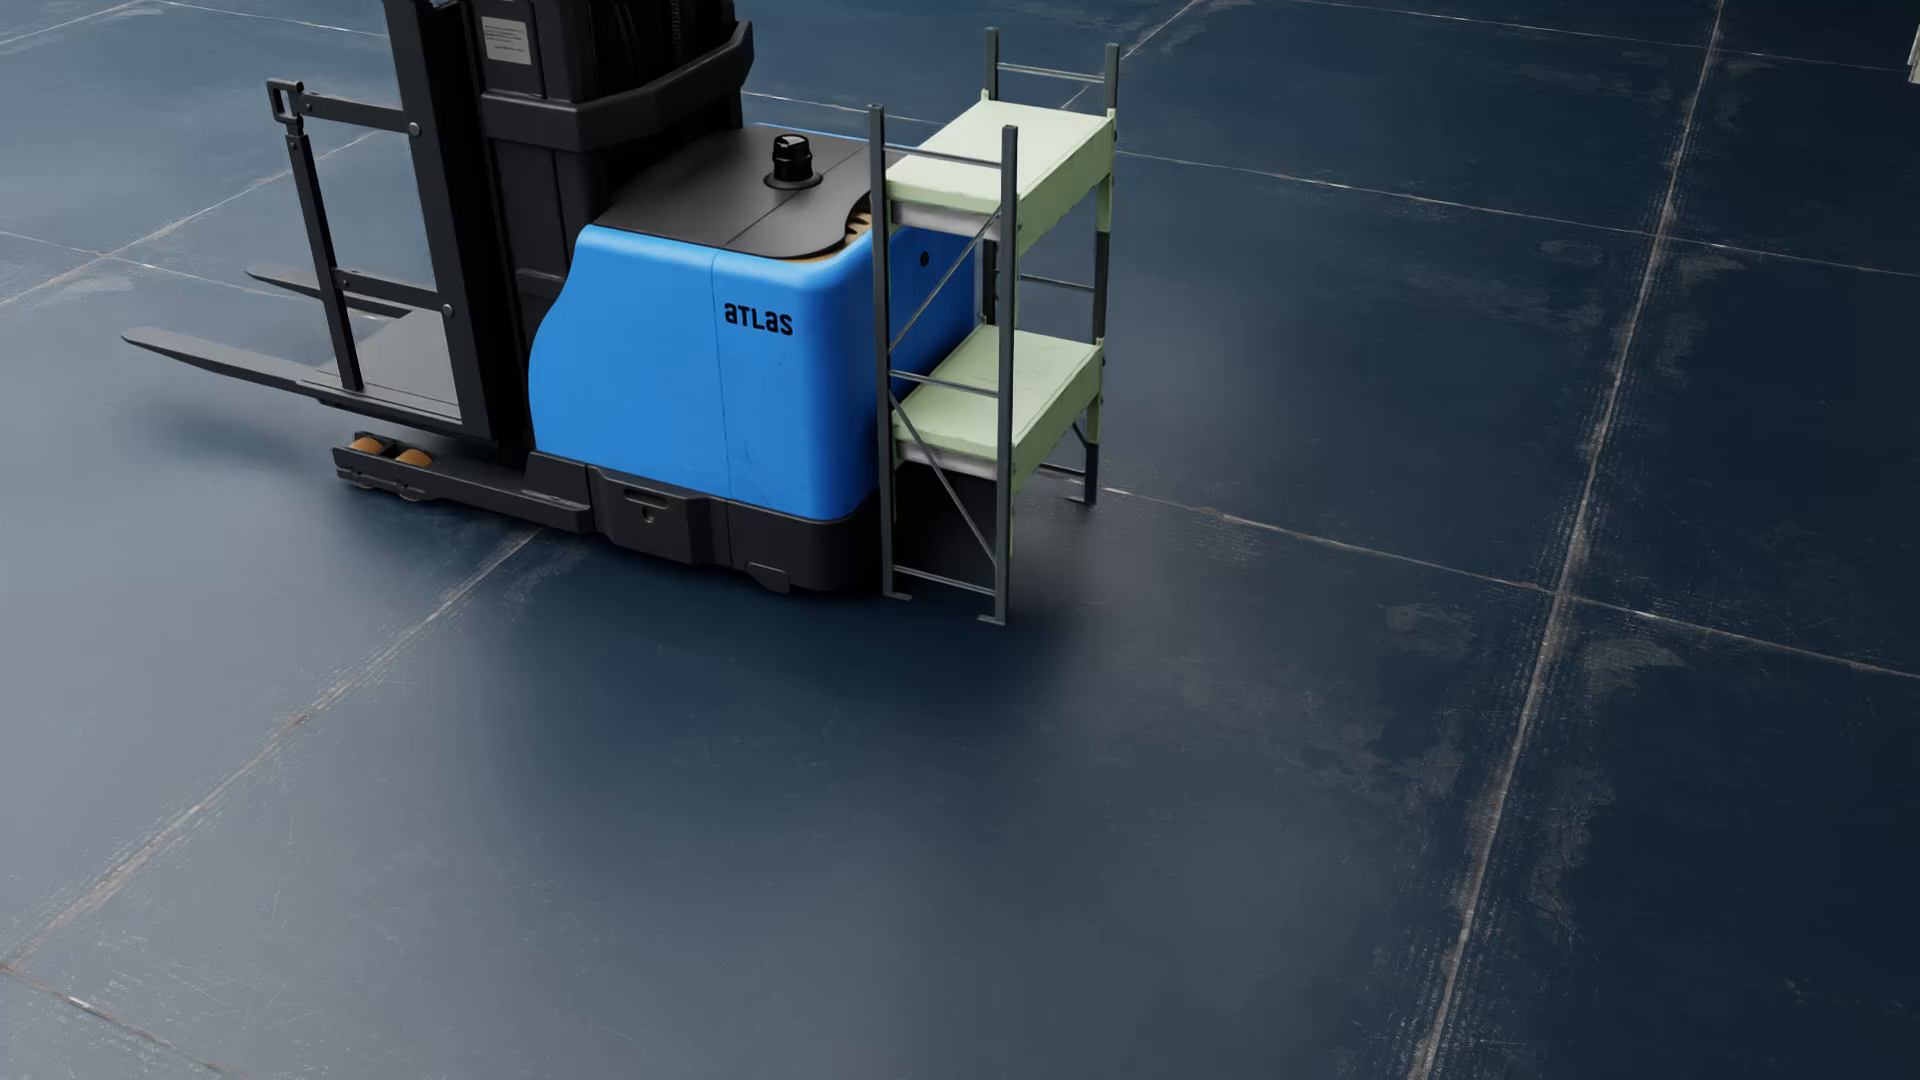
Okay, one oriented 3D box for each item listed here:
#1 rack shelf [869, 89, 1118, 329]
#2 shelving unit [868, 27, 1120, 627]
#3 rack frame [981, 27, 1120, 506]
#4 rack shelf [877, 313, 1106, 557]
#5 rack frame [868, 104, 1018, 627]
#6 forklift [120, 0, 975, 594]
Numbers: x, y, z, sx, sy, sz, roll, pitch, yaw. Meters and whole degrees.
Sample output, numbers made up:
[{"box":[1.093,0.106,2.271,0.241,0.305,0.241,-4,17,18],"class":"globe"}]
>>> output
[{"box":[0.107,-0.931,4.591,0.431,0.370,0.720,14,36,20],"class":"rack shelf"},{"box":[0.107,-0.605,4.805,0.431,1.500,0.755,14,36,20],"class":"shelving unit"},{"box":[0.258,-0.788,5.084,0.400,1.500,0.023,14,36,20],"class":"rack frame"},{"box":[0.107,-0.332,4.984,0.431,0.370,0.720,14,36,20],"class":"rack shelf"},{"box":[-0.045,-0.422,4.526,0.400,1.500,0.023,14,36,20],"class":"rack frame"},{"box":[-1.500,-1.599,5.015,3.031,2.935,1.130,14,36,20],"class":"forklift"}]
